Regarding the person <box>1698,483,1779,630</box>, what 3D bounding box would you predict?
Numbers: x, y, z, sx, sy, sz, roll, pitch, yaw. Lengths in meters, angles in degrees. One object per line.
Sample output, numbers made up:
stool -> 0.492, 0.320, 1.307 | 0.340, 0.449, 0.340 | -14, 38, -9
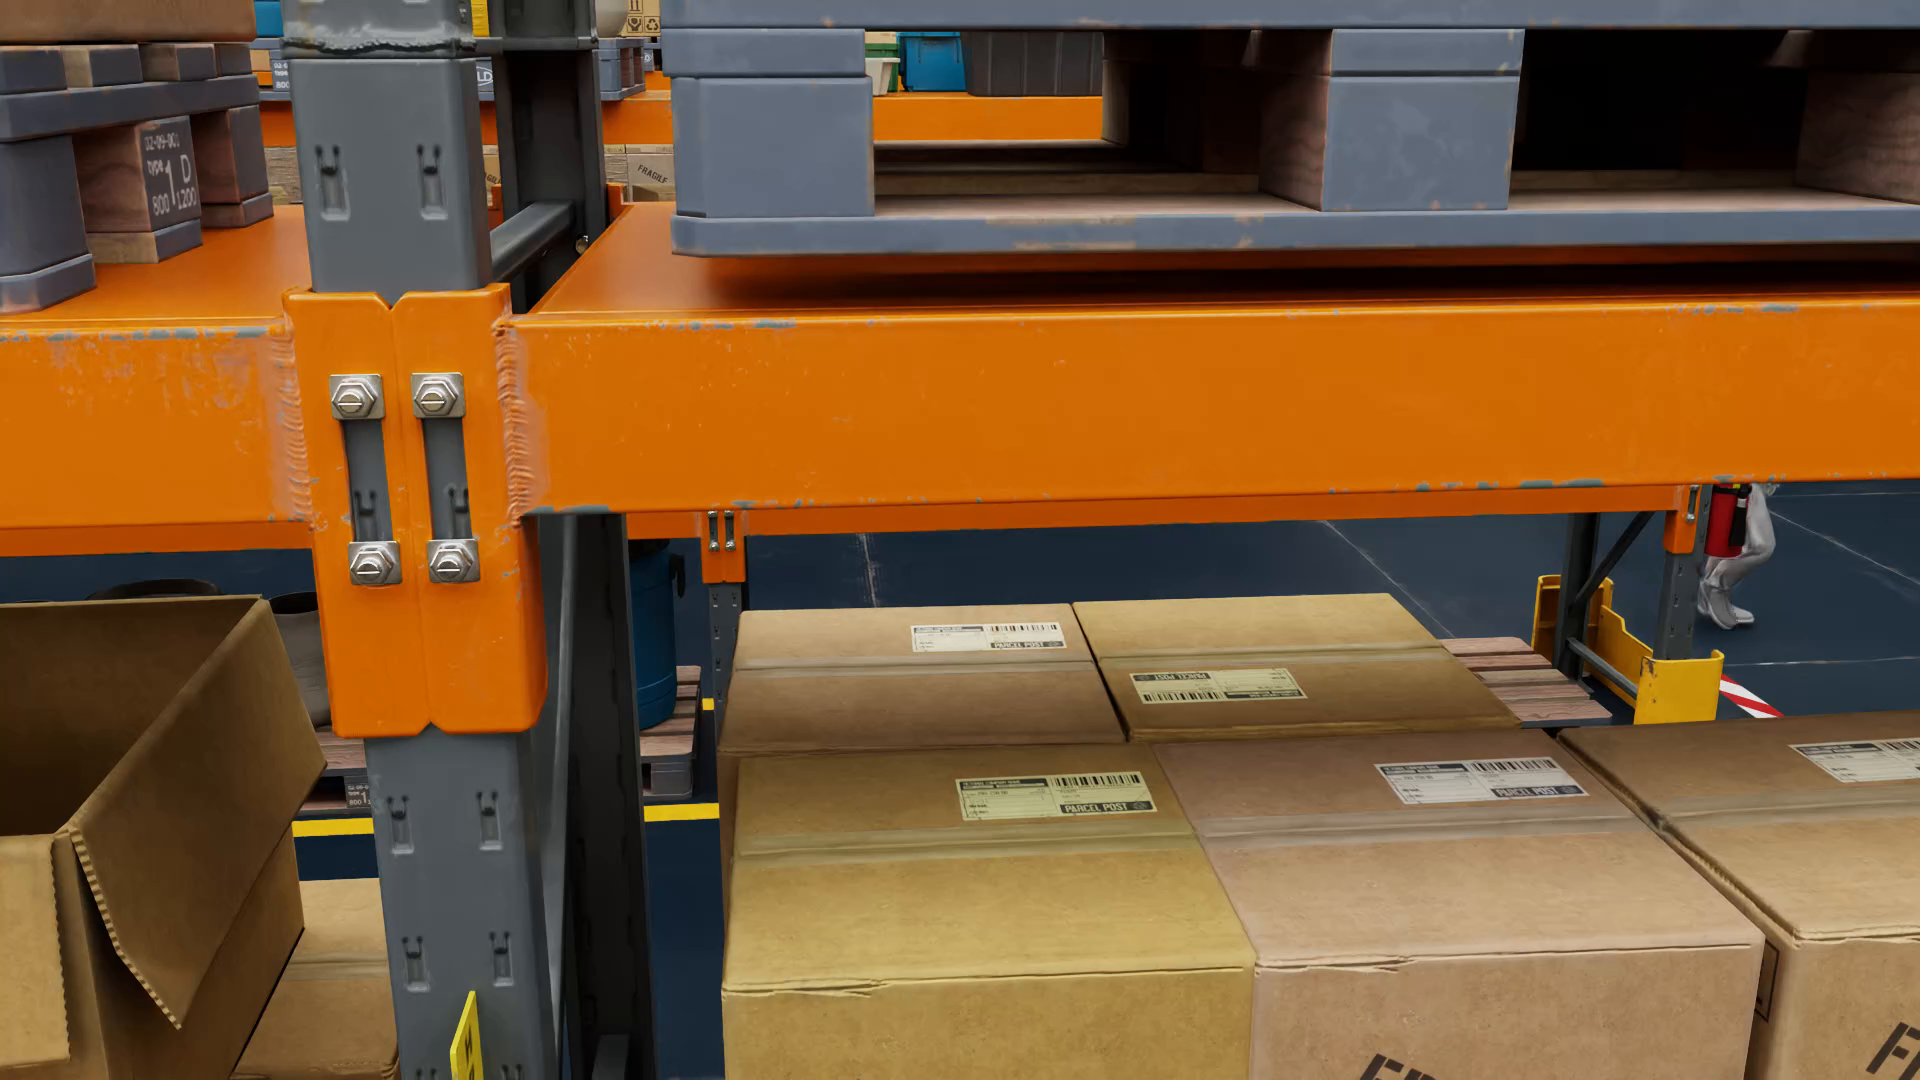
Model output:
person -> 4.043, -0.324, 8.522 | 0.581, 1.662, 0.454 | -14, 22, -40
